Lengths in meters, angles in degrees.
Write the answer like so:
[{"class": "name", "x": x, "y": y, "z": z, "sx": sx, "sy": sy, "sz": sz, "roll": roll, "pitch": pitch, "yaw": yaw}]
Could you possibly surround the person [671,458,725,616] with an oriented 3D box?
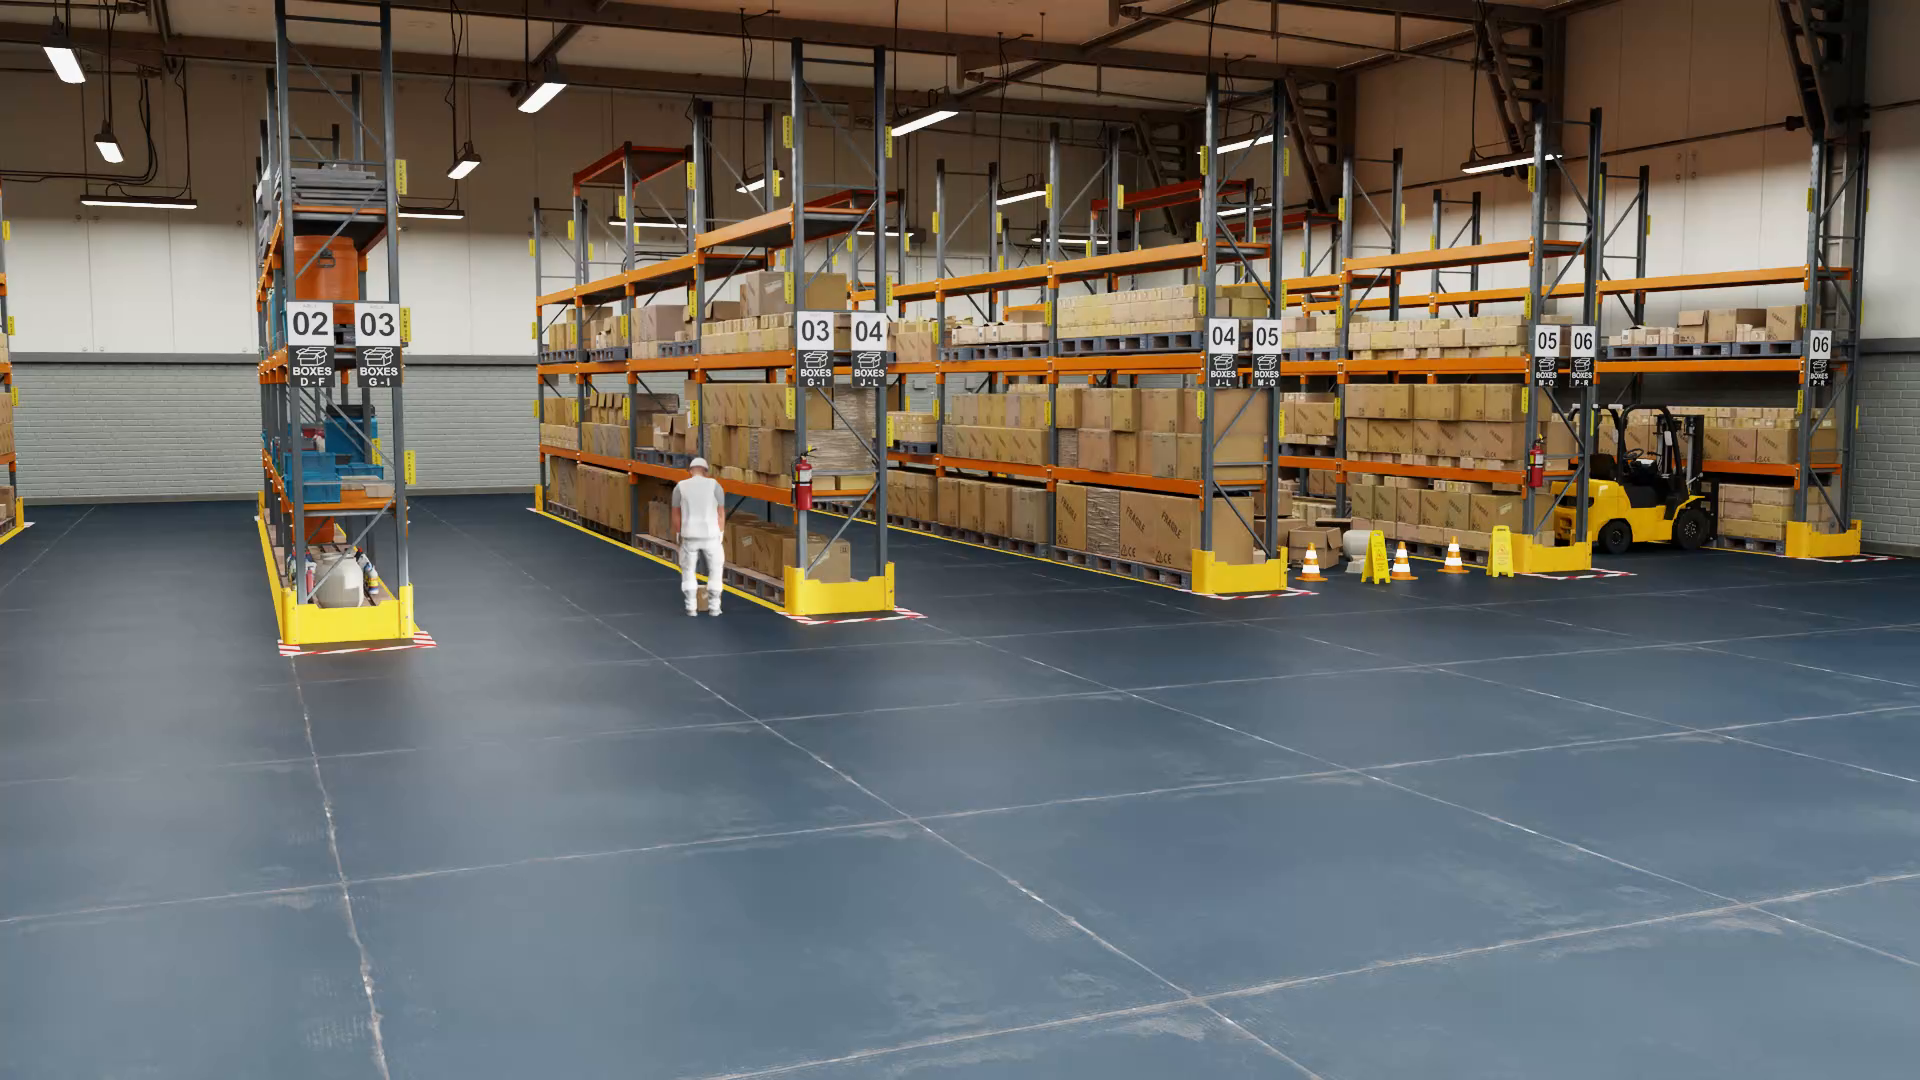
[{"class": "person", "x": -2.770, "y": -0.035, "z": 17.624, "sx": 0.560, "sy": 1.666, "sz": 0.558, "roll": 0, "pitch": 5, "yaw": -1}]
